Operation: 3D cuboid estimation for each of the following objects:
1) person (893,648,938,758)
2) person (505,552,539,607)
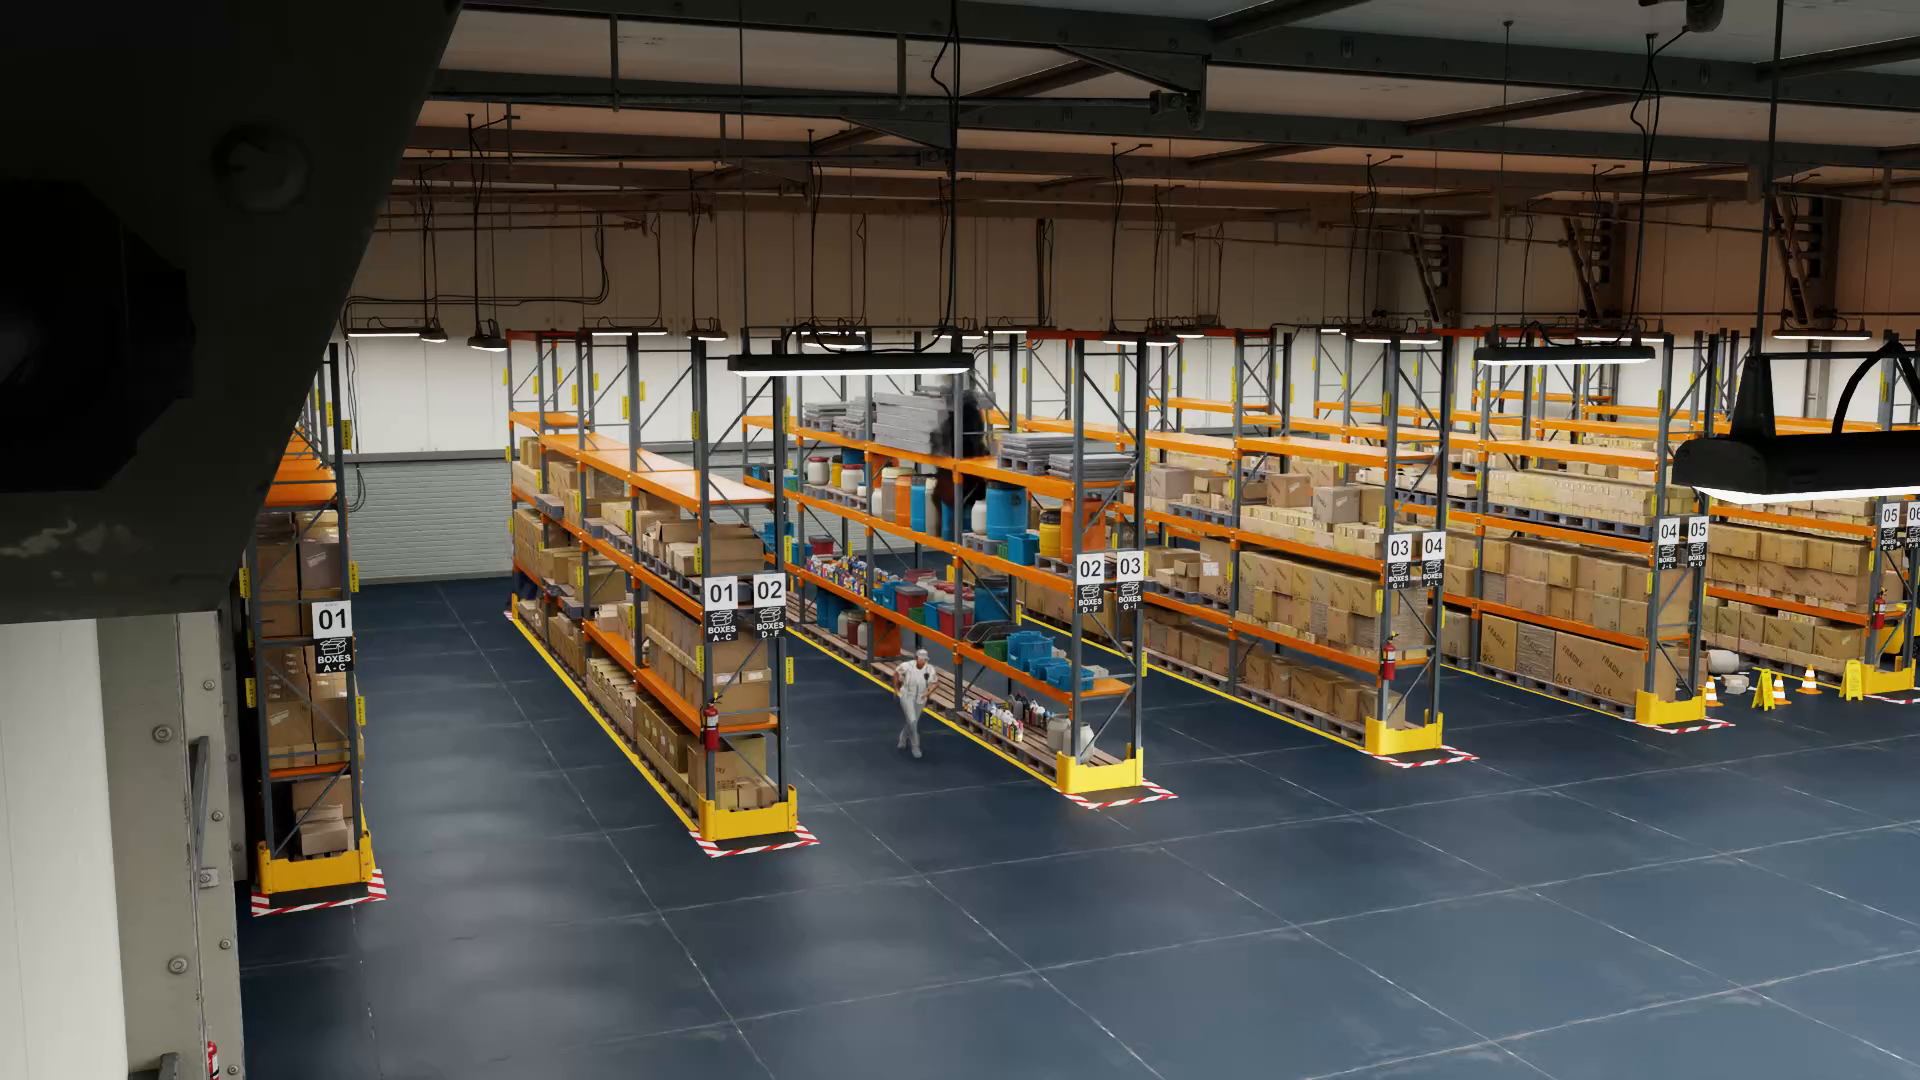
[{"bbox_3d":[-0.656,2.293,24.030,0.615,1.561,0.830,-2,8,-15],"label":"person"},{"bbox_3d":[-9.388,0.692,35.672,0.760,1.685,0.601,-3,8,-23],"label":"person"}]
